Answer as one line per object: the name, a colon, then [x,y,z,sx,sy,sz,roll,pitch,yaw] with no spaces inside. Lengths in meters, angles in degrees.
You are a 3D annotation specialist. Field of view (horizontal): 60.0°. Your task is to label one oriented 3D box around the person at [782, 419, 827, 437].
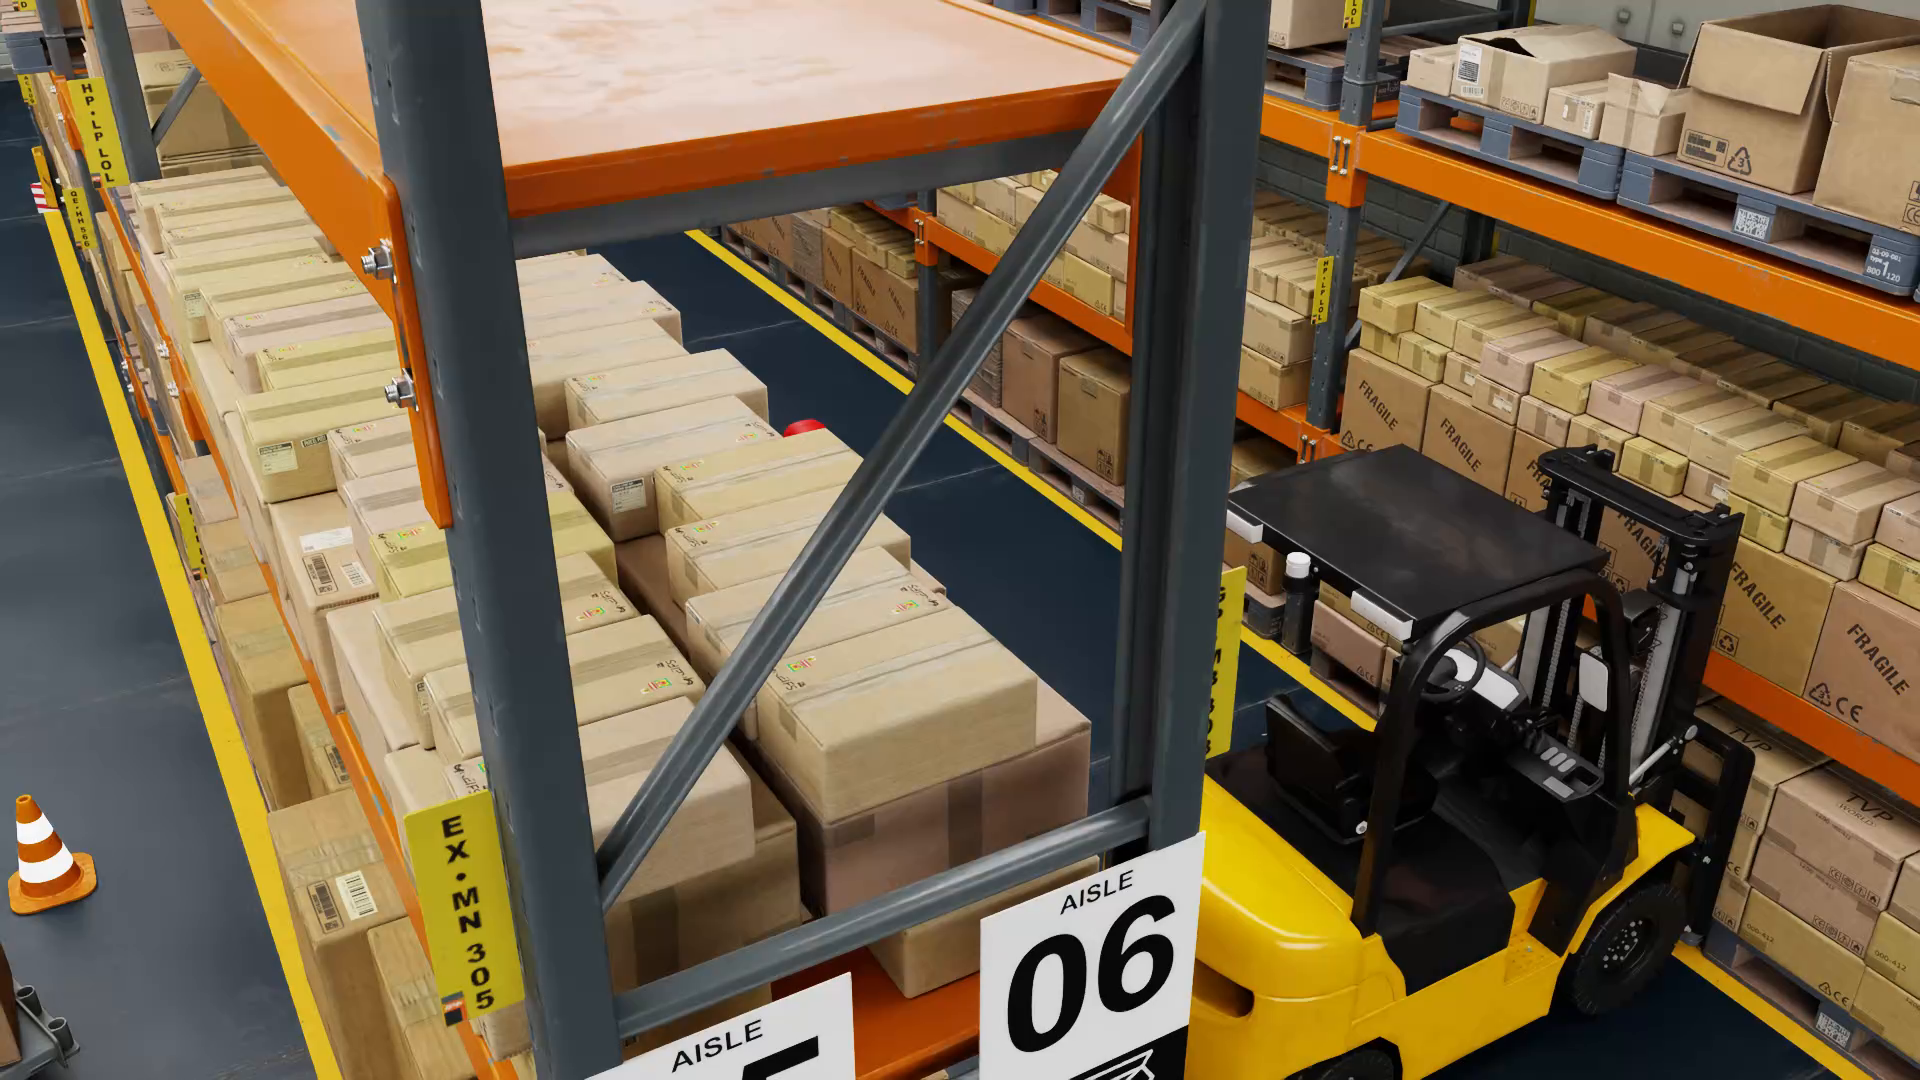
person: [-0.640,0.242,7.667,0.445,1.781,0.621,-18,33,-29]
